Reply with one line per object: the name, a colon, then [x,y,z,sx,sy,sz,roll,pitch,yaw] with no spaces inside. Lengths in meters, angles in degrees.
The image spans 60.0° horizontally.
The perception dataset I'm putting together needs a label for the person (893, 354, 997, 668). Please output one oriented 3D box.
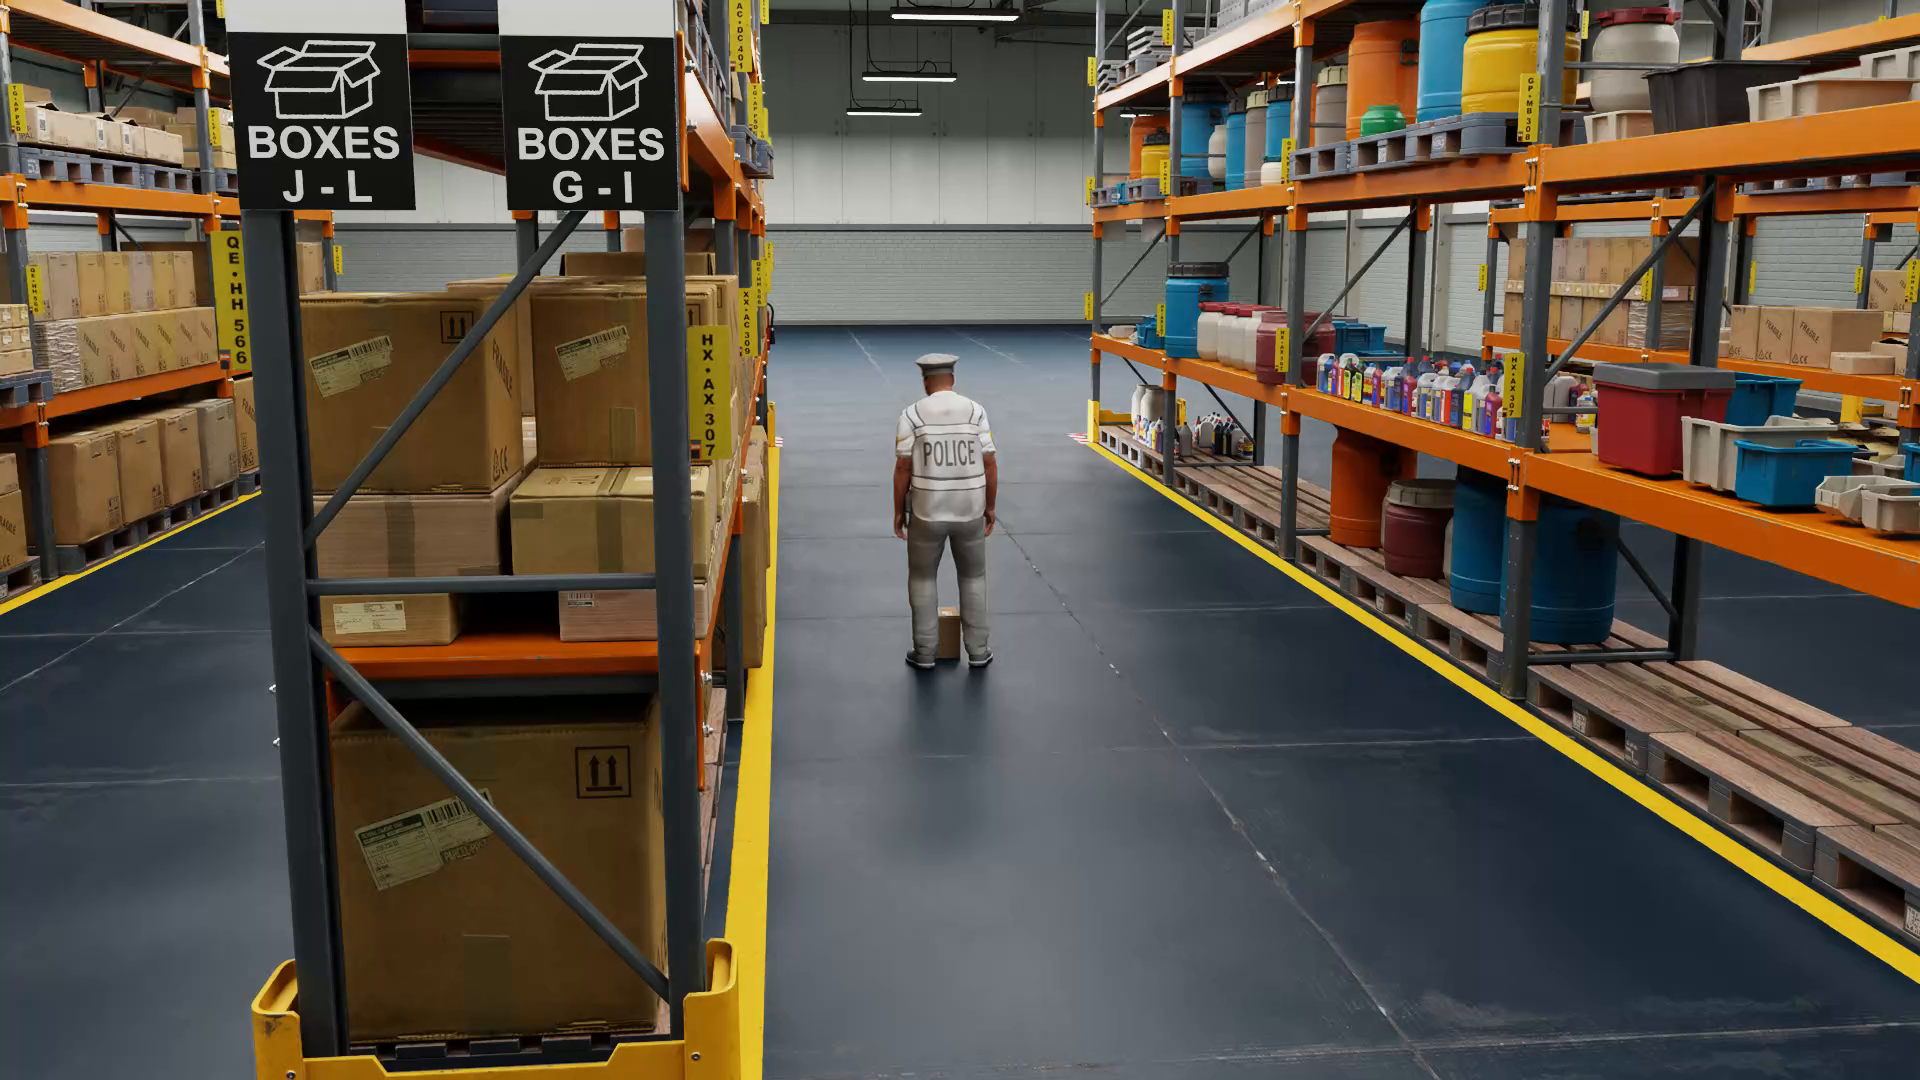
person: [-0.081,-0.153,9.259,0.589,1.746,0.438,-2,10,-10]
